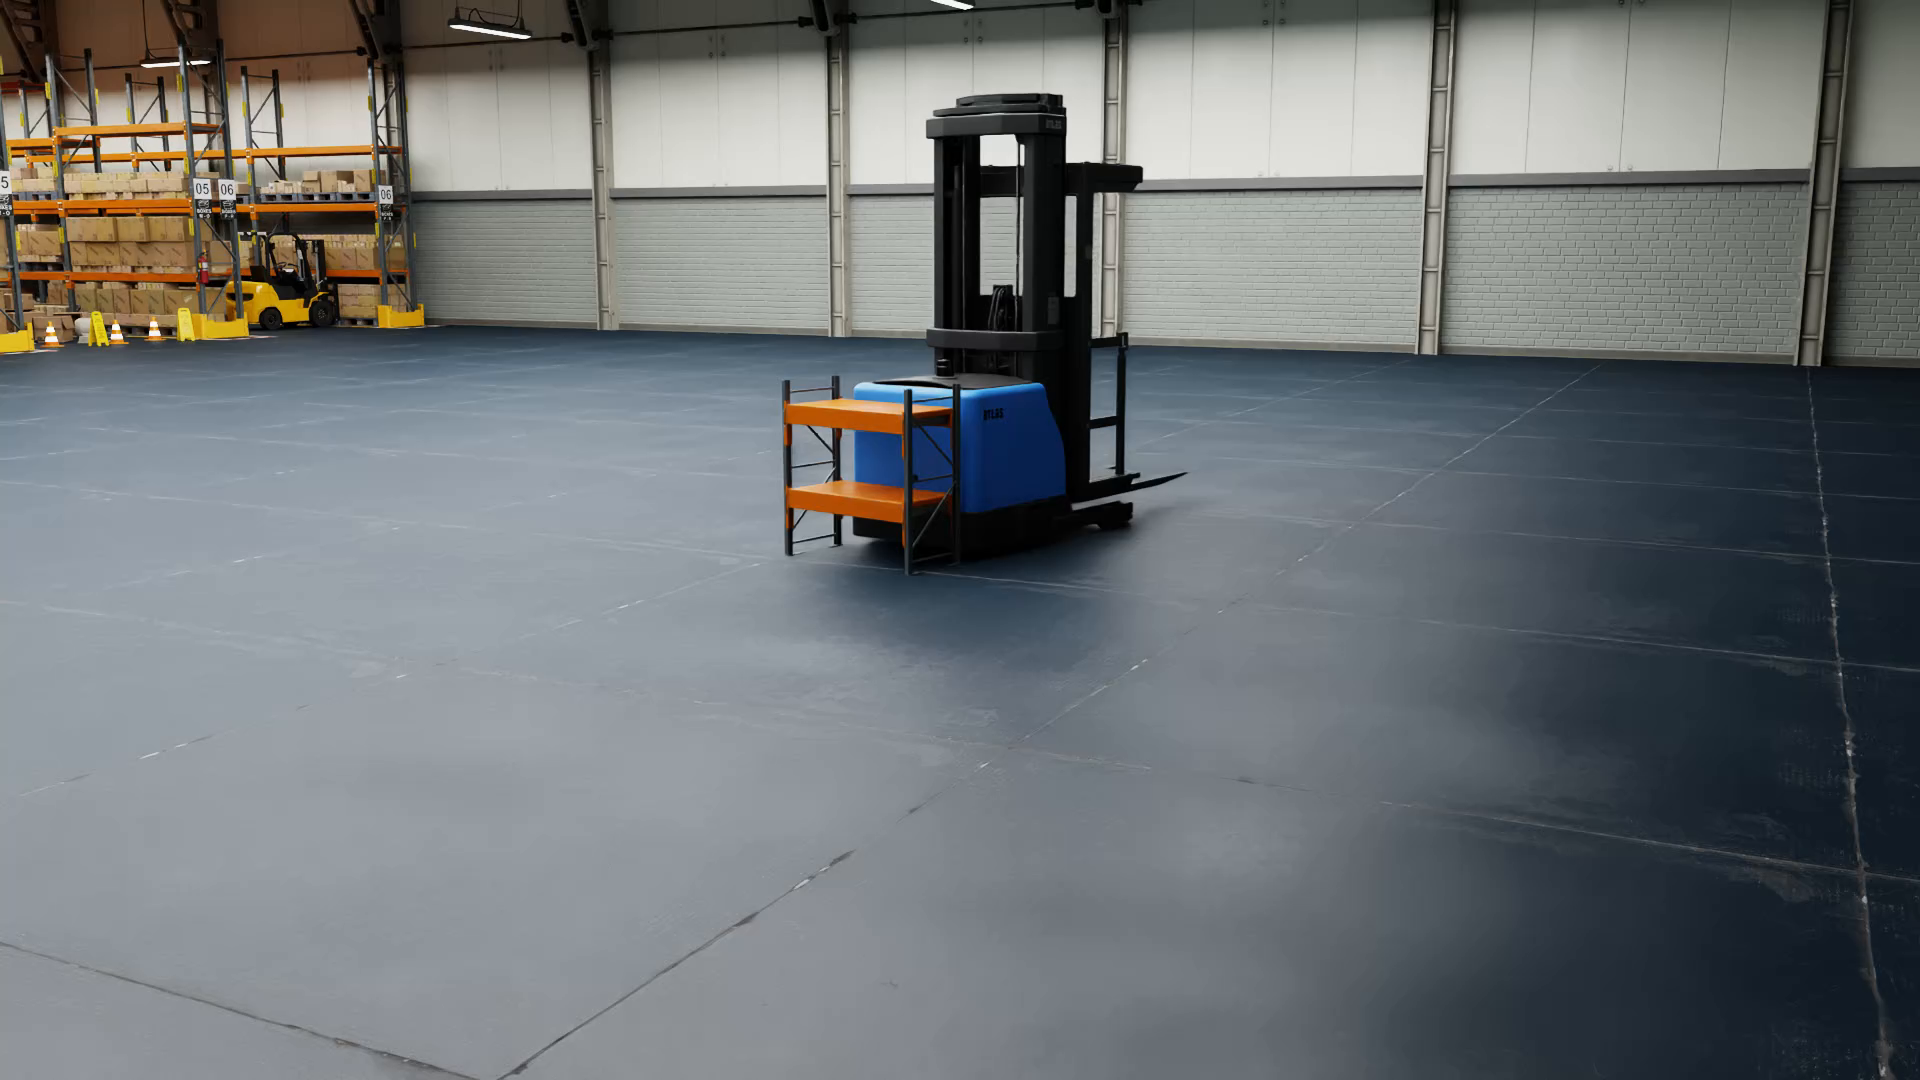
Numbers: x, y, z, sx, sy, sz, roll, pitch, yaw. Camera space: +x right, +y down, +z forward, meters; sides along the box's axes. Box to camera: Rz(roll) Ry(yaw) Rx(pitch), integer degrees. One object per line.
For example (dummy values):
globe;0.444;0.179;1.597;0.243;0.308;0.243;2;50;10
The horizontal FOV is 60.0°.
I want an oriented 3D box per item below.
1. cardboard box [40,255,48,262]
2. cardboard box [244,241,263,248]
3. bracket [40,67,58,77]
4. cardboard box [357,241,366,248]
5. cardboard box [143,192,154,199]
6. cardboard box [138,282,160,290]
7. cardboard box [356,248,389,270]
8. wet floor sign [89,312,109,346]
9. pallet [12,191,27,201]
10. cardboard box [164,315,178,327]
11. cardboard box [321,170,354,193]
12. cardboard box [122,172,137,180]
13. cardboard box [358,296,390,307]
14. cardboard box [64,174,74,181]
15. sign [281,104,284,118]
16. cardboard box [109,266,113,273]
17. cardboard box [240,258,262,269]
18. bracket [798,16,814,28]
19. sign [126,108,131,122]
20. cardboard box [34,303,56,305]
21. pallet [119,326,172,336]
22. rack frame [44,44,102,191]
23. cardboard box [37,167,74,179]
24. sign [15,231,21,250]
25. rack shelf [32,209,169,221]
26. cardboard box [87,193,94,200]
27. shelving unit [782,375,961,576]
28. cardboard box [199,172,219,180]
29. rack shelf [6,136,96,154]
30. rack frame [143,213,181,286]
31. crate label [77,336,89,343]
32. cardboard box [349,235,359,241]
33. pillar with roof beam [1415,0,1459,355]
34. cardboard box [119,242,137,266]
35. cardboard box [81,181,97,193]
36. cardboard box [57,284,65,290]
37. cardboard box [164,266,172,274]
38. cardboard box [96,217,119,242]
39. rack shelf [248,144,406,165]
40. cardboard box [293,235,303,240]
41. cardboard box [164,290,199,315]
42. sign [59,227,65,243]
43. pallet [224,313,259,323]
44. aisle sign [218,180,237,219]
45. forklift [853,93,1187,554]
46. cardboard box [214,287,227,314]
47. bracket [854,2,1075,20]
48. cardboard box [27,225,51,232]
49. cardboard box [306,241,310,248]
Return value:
cardboard box;-19.619;-6.083;35.947;0.250;0.149;0.380;5;11;24
cardboard box;-17.018;-7.133;40.119;0.250;0.149;0.380;5;12;28
bracket;-23.798;-12.237;43.466;0.430;0.232;0.235;5;11;26
cardboard box;-13.703;-6.825;38.414;0.250;0.149;0.380;5;12;27
cardboard box;-16.566;-7.084;34.234;0.250;0.149;0.380;5;11;25
cardboard box;-16.872;-5.288;34.640;0.250;0.149;0.380;6;12;28
cardboard box;-13.584;-6.504;38.465;0.500;0.500;0.500;5;11;25
wet floor sign;-16.417;-4.022;31.642;0.232;0.644;0.267;3;11;16
pallet;-20.244;-7.511;36.412;1.003;0.211;1.213;5;11;26
cardboard box;-16.085;-4.541;34.442;0.500;0.250;0.500;5;11;26
cardboard box;-14.405;-8.332;38.681;0.500;0.500;0.700;5;11;26
cardboard box;-17.043;-7.505;34.319;0.250;0.149;0.380;5;12;27
cardboard box;-13.601;-5.546;38.590;0.500;0.250;0.500;5;11;25
cardboard box;-18.668;-7.648;35.110;0.250;0.149;0.380;5;11;25
sign;-16.346;-10.350;40.081;0.005;0.325;0.100;5;11;26
cardboard box;-17.705;-5.712;35.074;0.250;0.149;0.380;5;11;26
cardboard box;-17.181;-6.698;40.235;0.500;0.250;0.500;5;12;27
bracket;-3.020;-10.411;33.378;0.430;0.232;0.235;5;11;26
sign;-20.432;-10.452;40.867;0.005;0.325;0.100;5;11;26
cardboard box;-20.548;-5.046;36.885;0.625;0.372;0.950;5;12;28
pallet;-17.090;-4.465;35.308;1.213;0.211;1.003;5;11;26
rack frame;-18.806;-8.932;35.317;0.127;3.000;1.000;5;11;26
cardboard box;-19.382;-7.861;35.655;0.500;0.250;0.500;5;12;27
sign;-17.068;-5.420;30.101;0.005;0.325;0.100;5;11;26
rack shelf;-21.994;-8.368;42.642;4.000;0.370;1.077;5;11;26
cardboard box;-18.154;-7.238;35.081;0.250;0.149;0.380;5;11;26
shelving unit;-0.559;-0.428;10.435;1.048;1.125;0.538;8;13;38
cardboard box;-15.448;-7.471;34.129;0.250;0.149;0.380;5;11;25
rack shelf;-20.600;-8.539;36.287;4.000;0.370;1.077;5;11;26
rack frame;-20.201;-7.089;41.975;0.127;3.000;1.000;5;11;26
crate label;-17.094;-3.932;32.573;0.298;0.136;0.250;-1;10;-4
cardboard box;-13.922;-6.998;38.538;0.250;0.149;0.380;5;12;27
pillar with roof beam;6.366;-7.030;24.807;0.400;9.000;9.100;5;11;26
cardboard box;-17.168;-5.983;34.748;0.500;0.500;0.500;5;11;26
cardboard box;-18.066;-7.411;34.921;0.500;0.250;0.500;5;11;25
cardboard box;-23.301;-6.619;43.400;0.250;0.149;0.380;5;11;24
cardboard box;-16.146;-5.563;34.249;0.250;0.149;0.380;5;11;25
cardboard box;-17.621;-6.511;34.860;0.500;0.500;0.700;5;11;25
rack shelf;-14.820;-9.017;38.928;4.000;0.370;1.077;5;11;26
cardboard box;-15.522;-7.138;39.310;0.250;0.149;0.380;5;11;25
cardboard box;-16.053;-4.909;34.369;0.500;0.500;0.500;5;11;26
sign;-19.049;-6.461;35.257;0.005;0.325;0.100;5;11;26
pallet;-17.291;-5.453;40.768;1.213;0.211;1.003;5;11;26
aisle sign;-15.026;-6.989;34.125;0.004;0.787;0.394;5;11;26
forklift;0.577;-1.567;11.657;1.130;2.935;3.031;8;13;36
cardboard box;-17.779;-5.913;40.969;0.625;0.625;0.875;5;11;25
bracket;0.050;-10.141;31.887;4.783;0.066;0.076;5;11;26
cardboard box;-19.944;-6.754;36.011;0.250;0.149;0.380;5;11;24
cardboard box;-15.309;-6.969;39.213;0.250;0.149;0.380;5;11;24
